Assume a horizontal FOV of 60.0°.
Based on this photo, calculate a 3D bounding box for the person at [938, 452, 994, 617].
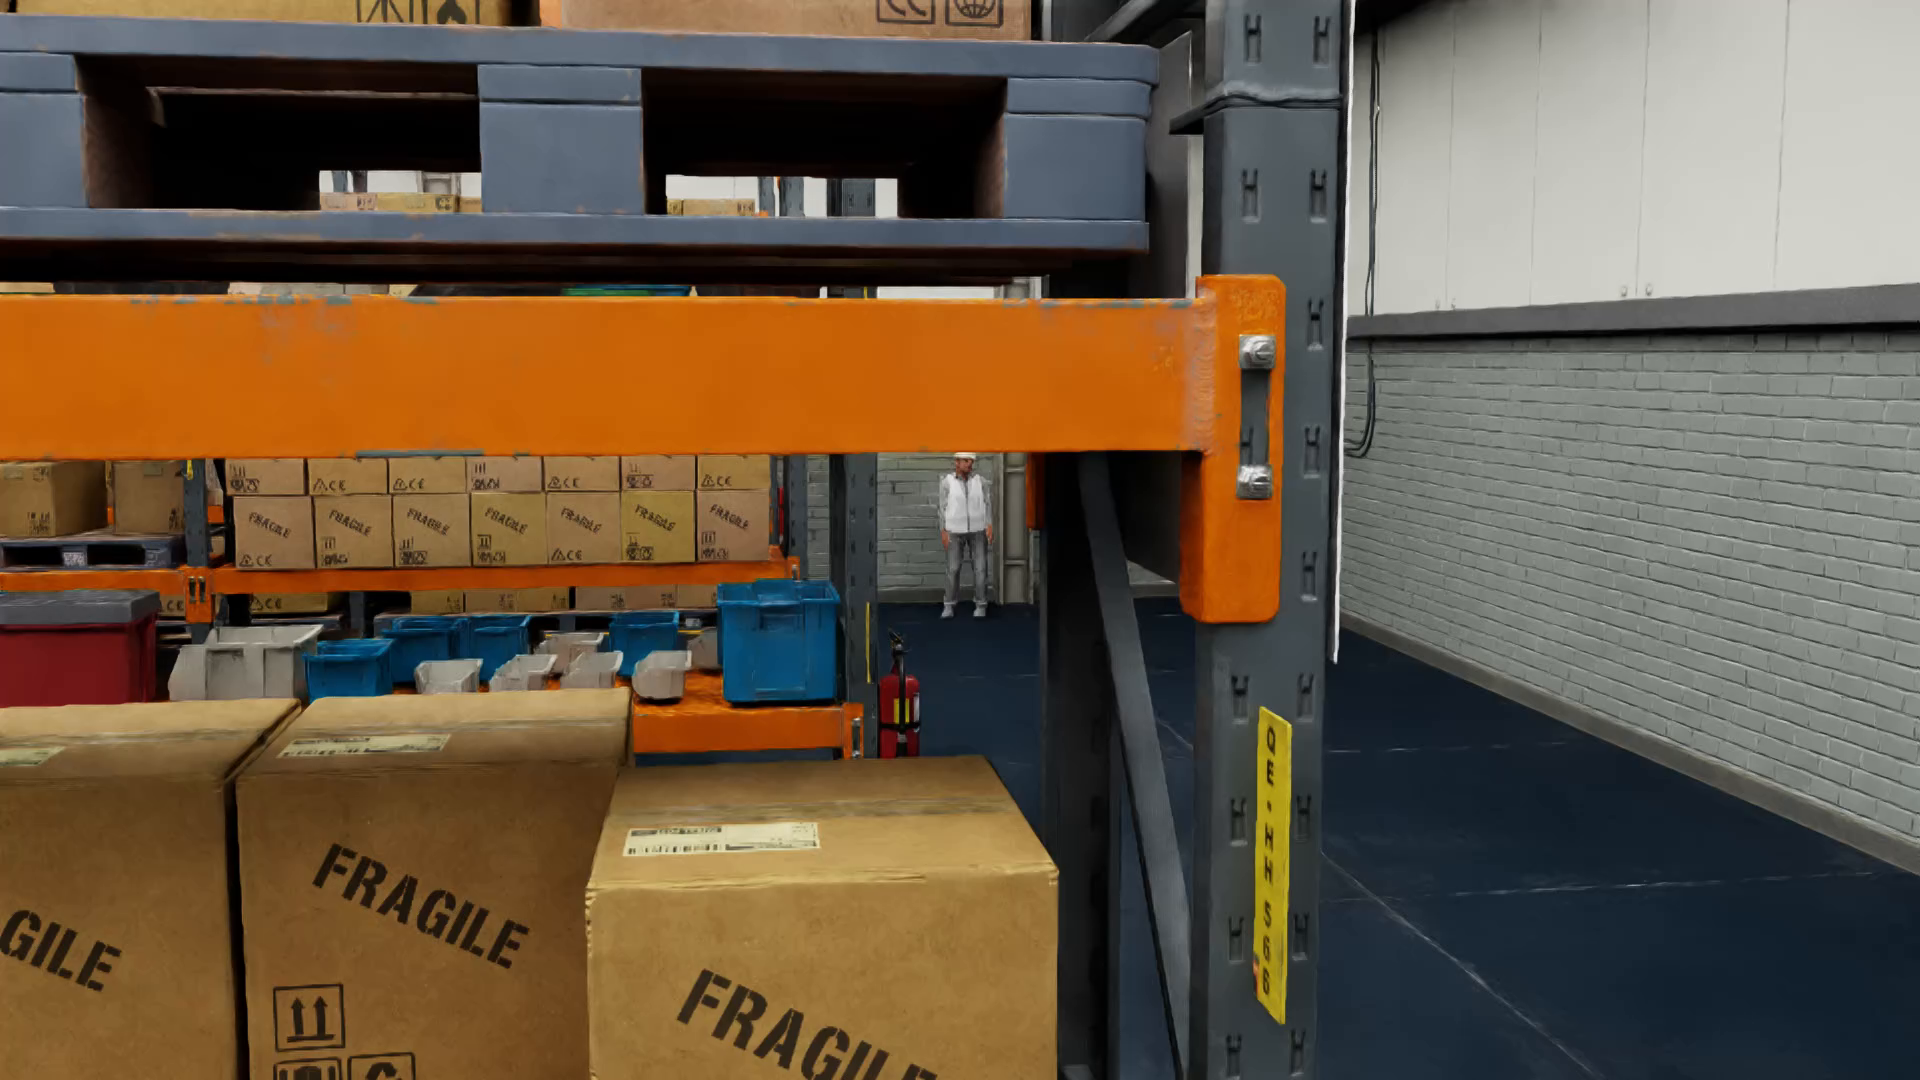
[{"bbox_3d":[0.061,-0.091,17.198,0.567,1.778,0.397,-1,7,-9],"label":"person"}]
